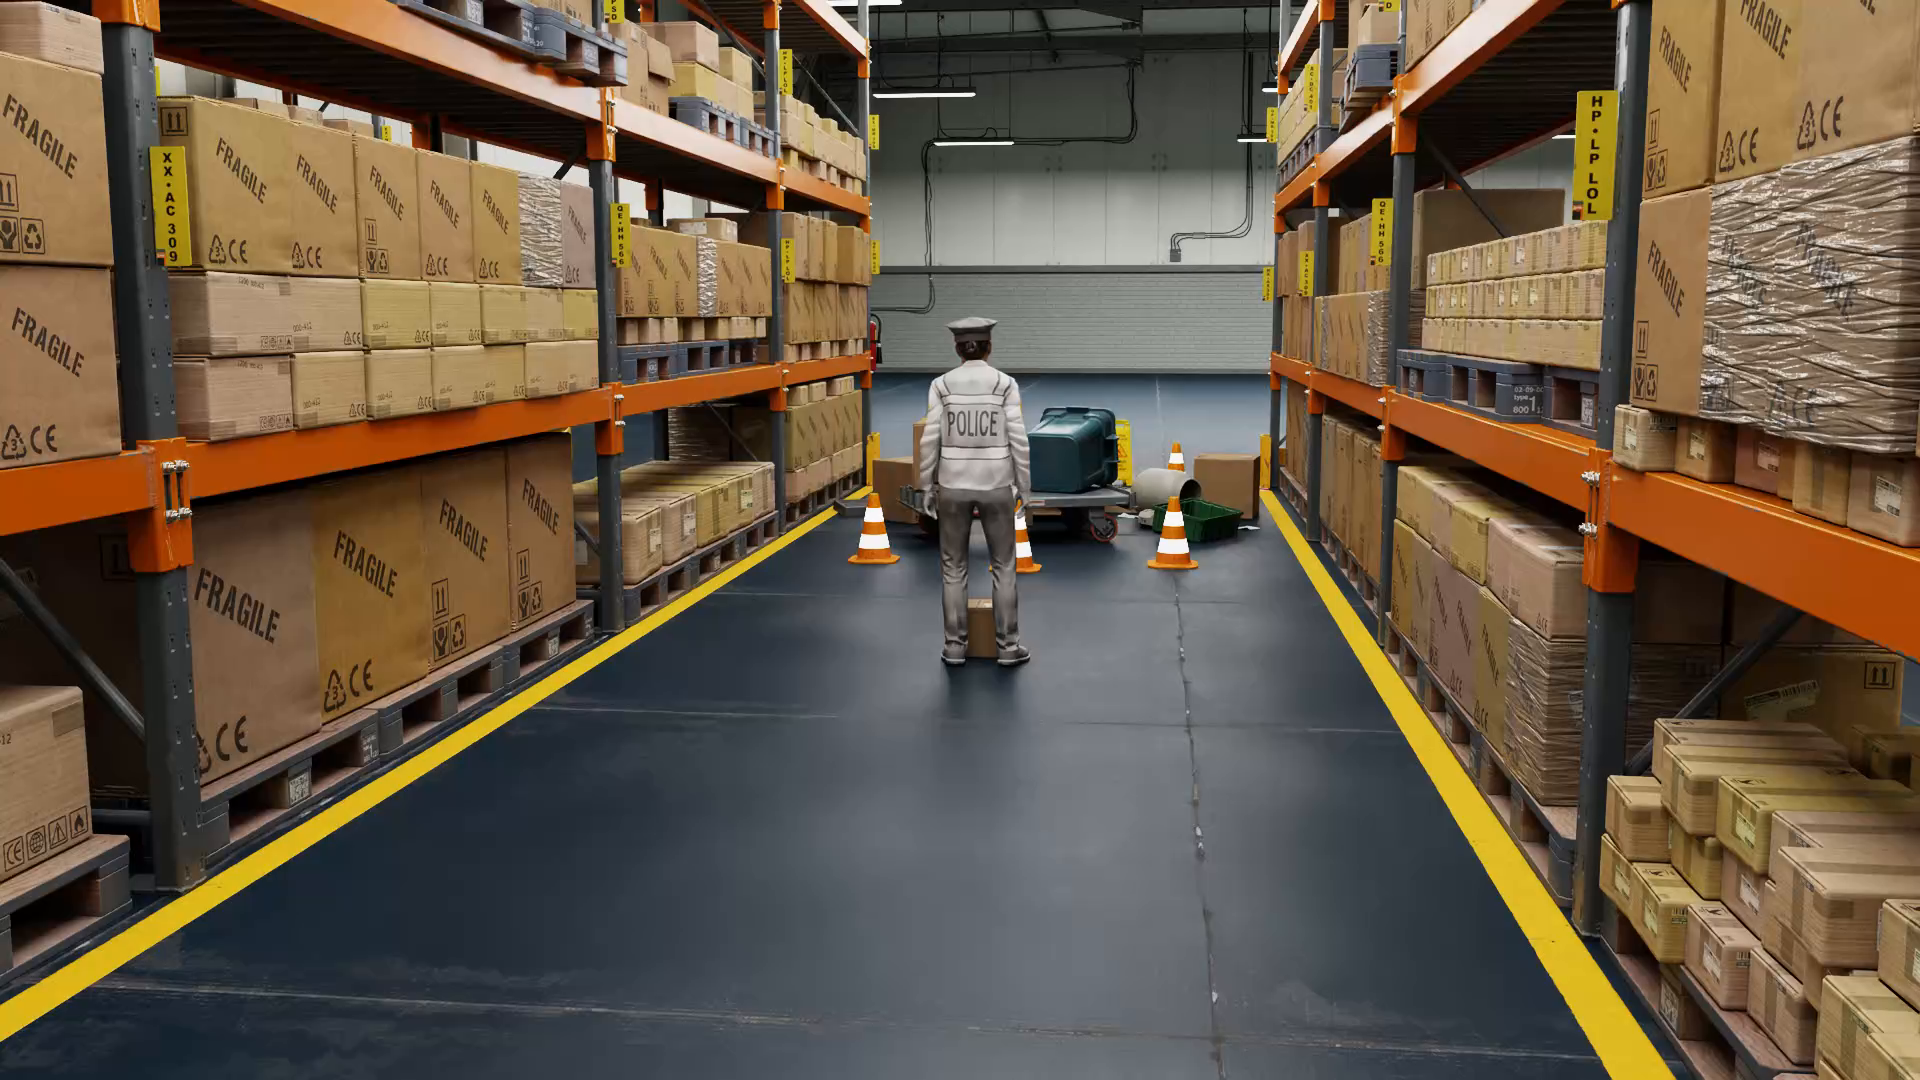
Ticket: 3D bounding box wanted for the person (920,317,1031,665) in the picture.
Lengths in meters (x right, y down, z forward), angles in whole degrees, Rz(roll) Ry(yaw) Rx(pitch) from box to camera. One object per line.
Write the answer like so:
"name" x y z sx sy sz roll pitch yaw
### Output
"person" 0.075 -0.229 7.981 0.533 1.663 0.379 1 8 6
